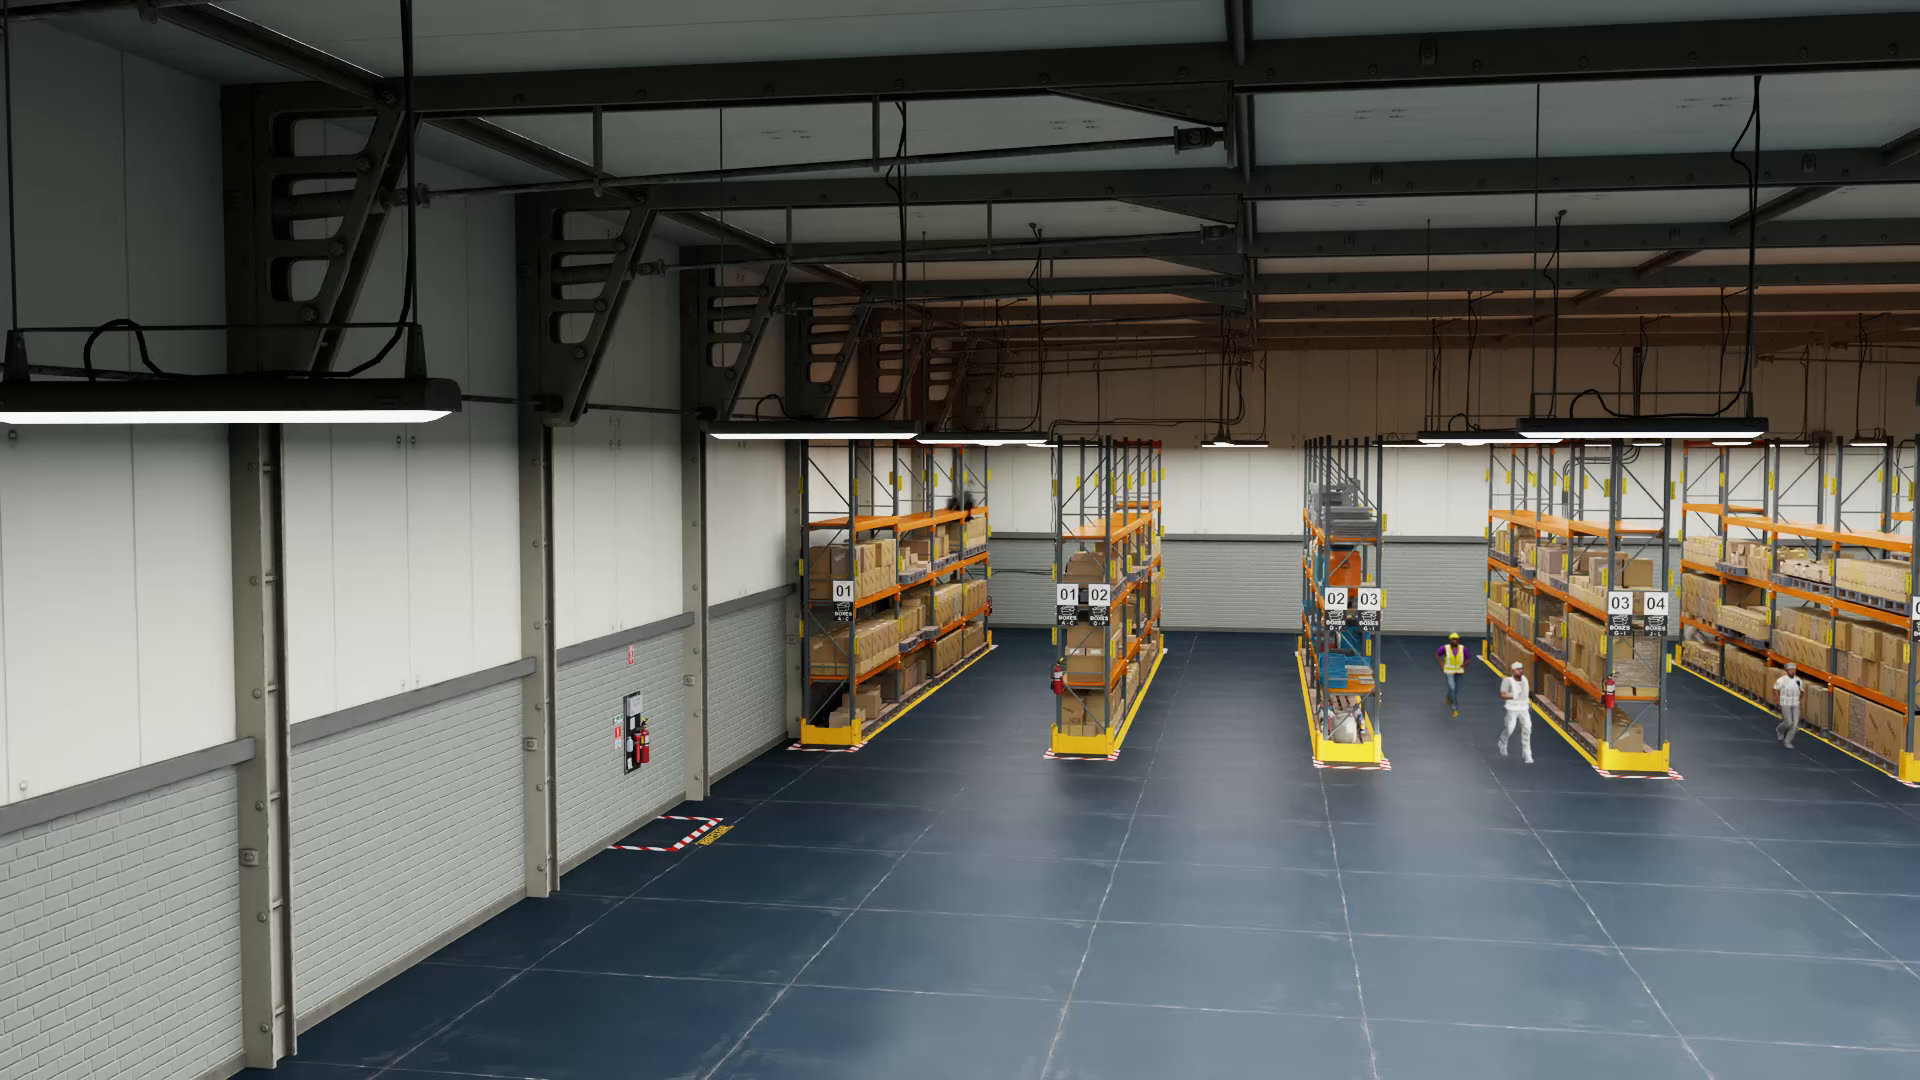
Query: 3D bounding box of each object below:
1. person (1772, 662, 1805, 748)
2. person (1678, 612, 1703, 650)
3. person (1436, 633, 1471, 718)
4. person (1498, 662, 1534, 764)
[{"bbox_3d":[15.947,3.171,31.939,0.574,1.658,0.557,0,3,5],"label":"person"},{"bbox_3d":[20.301,2.386,45.962,0.930,1.785,0.672,0,3,-4],"label":"person"},{"bbox_3d":[10.730,2.899,36.070,0.663,1.775,1.143,0,3,-3],"label":"person"},{"bbox_3d":[10.243,3.154,30.665,0.696,1.827,0.871,-1,3,-14],"label":"person"}]
